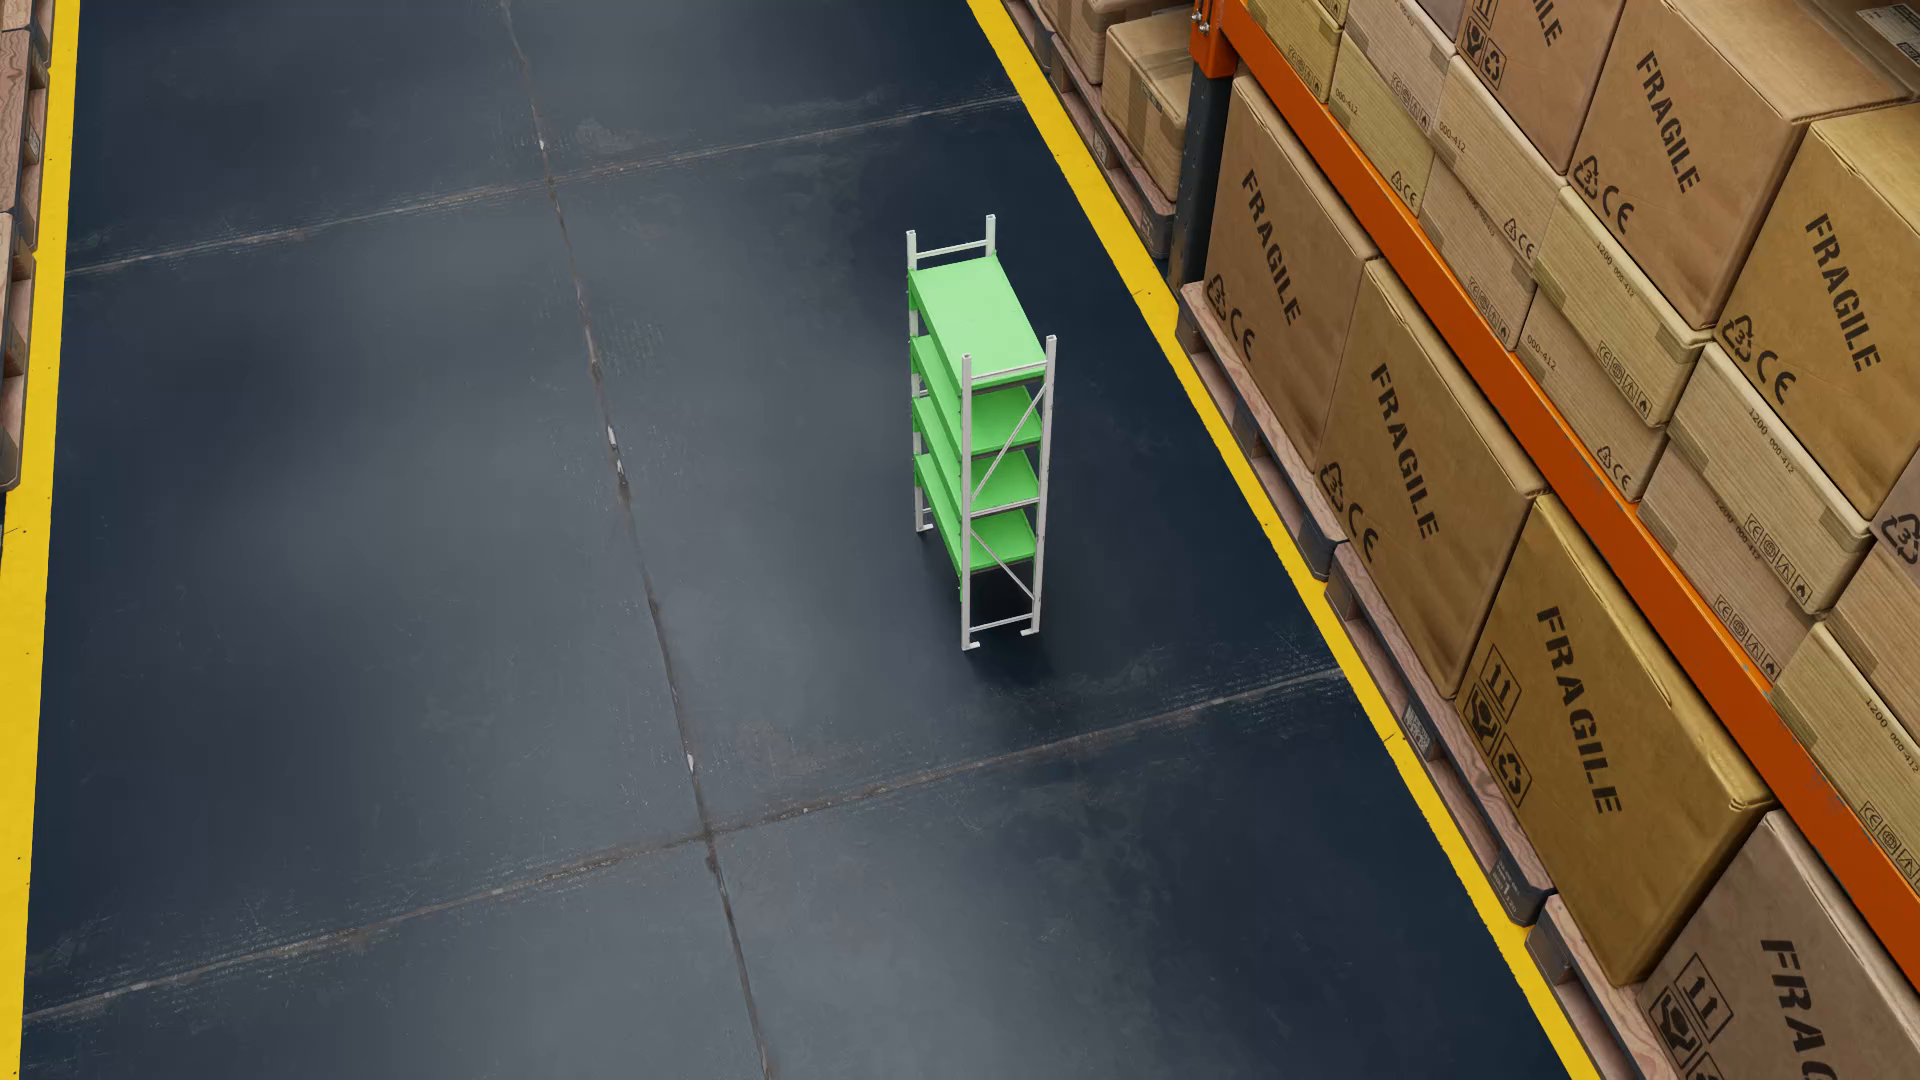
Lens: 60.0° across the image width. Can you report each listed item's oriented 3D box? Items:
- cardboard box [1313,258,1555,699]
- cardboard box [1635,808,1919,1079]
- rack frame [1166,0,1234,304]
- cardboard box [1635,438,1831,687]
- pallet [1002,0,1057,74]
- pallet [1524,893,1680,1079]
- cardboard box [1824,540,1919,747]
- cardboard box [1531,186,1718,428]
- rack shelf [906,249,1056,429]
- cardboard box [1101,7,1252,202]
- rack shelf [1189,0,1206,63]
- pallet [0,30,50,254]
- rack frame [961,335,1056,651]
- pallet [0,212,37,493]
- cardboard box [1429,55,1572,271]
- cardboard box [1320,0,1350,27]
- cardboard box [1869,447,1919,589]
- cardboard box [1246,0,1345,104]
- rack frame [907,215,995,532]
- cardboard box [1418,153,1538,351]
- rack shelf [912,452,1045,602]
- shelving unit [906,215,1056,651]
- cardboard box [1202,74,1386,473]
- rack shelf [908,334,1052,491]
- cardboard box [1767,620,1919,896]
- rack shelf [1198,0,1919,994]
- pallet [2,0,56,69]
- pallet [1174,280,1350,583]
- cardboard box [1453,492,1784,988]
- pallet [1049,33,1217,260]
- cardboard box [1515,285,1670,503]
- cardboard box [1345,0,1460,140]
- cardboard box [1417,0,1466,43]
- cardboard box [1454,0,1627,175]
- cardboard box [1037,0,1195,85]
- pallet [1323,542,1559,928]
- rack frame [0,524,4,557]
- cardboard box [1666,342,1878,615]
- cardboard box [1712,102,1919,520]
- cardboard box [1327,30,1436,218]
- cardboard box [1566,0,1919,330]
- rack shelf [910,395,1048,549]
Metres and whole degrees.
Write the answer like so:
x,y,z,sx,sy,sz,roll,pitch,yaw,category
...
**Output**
x,y,z,sx,sy,sz,roll,pitch,yaw,category
1.628,-0.247,4.612,0.875,0.875,0.875,-13,51,-11,cardboard box
2.167,1.064,3.506,0.875,0.875,0.875,-12,51,-10,cardboard box
1.243,-1.972,4.951,1.000,3.000,0.127,-13,51,-11,rack frame
1.772,-0.018,3.402,0.500,0.250,0.500,-15,51,-12,cardboard box
0.657,-2.534,7.248,1.003,0.211,1.213,-13,51,-11,pallet
2.126,1.301,4.015,1.003,0.211,1.213,-13,51,-11,pallet
1.909,0.206,2.886,0.500,0.250,0.500,-12,51,-10,cardboard box
1.582,-0.541,3.515,0.500,0.250,0.500,-13,51,-10,cardboard box
0.049,-0.534,4.371,0.258,0.148,0.480,-13,51,-11,rack shelf
1.086,-1.676,6.145,0.950,0.372,0.625,-16,52,-13,cardboard box
0.652,-3.201,6.457,1.077,0.370,4.000,-13,51,-11,rack shelf
-4.060,-1.448,6.333,1.003,0.211,1.213,-13,51,-11,pallet
0.121,-0.088,4.539,0.240,1.200,0.015,-13,51,-11,rack frame
-3.703,-0.559,5.583,1.003,0.211,1.213,-13,51,-11,pallet
1.445,-0.915,3.830,0.500,0.250,0.500,-13,51,-11,cardboard box
1.157,-1.659,4.458,0.500,0.250,0.500,-14,51,-11,cardboard box
1.894,-0.051,2.612,0.500,0.500,0.500,-12,51,-10,cardboard box
1.148,-1.510,4.659,0.500,0.250,0.500,-14,51,-12,cardboard box
-0.023,-0.444,4.840,0.240,1.200,0.015,-13,51,-11,rack frame
1.466,-0.754,4.022,0.500,0.250,0.500,-12,51,-10,cardboard box
0.049,-0.070,4.922,0.258,0.148,0.480,-13,51,-11,rack shelf
0.049,-0.266,4.689,0.258,1.200,0.503,-13,51,-11,shelving unit
1.368,-0.900,5.162,0.875,0.875,0.875,-14,51,-11,cardboard box
0.049,-0.379,4.555,0.258,0.148,0.480,-13,51,-11,rack shelf
1.903,0.355,3.087,0.500,0.250,0.500,-14,51,-11,cardboard box
1.835,-0.280,3.994,1.077,0.370,4.000,-13,51,-11,rack shelf
-4.425,-2.341,7.085,1.003,0.211,1.213,-13,51,-11,pallet
1.405,-0.481,5.517,1.003,0.211,1.213,-13,51,-11,pallet
1.892,0.406,4.061,0.875,0.875,0.875,-12,51,-10,cardboard box
1.014,-1.645,6.498,1.003,0.211,1.213,-13,51,-11,pallet
1.615,-0.395,3.719,0.500,0.250,0.500,-13,51,-11,cardboard box
1.309,-1.281,4.140,0.500,0.250,0.500,-12,51,-10,cardboard box
1.312,-1.551,3.876,0.500,0.500,0.500,-13,51,-11,cardboard box
1.450,-1.170,3.555,0.500,0.500,0.500,-12,51,-10,cardboard box
0.860,-2.213,6.598,0.950,0.372,0.625,-14,51,-12,cardboard box
1.762,0.409,4.767,1.003,0.211,1.213,-13,51,-11,pallet
-3.497,-0.847,4.002,1.000,3.000,0.127,-13,51,-11,rack frame
1.750,-0.171,3.203,0.500,0.250,0.500,-12,51,-10,cardboard box
1.763,-0.426,2.928,0.500,0.500,0.500,-12,51,-10,cardboard box
1.317,-1.139,4.346,0.500,0.250,0.500,-15,51,-12,cardboard box
1.596,-0.801,3.244,0.500,0.500,0.500,-13,51,-10,cardboard box
0.049,-0.225,4.738,0.258,0.148,0.480,-13,51,-11,rack shelf
